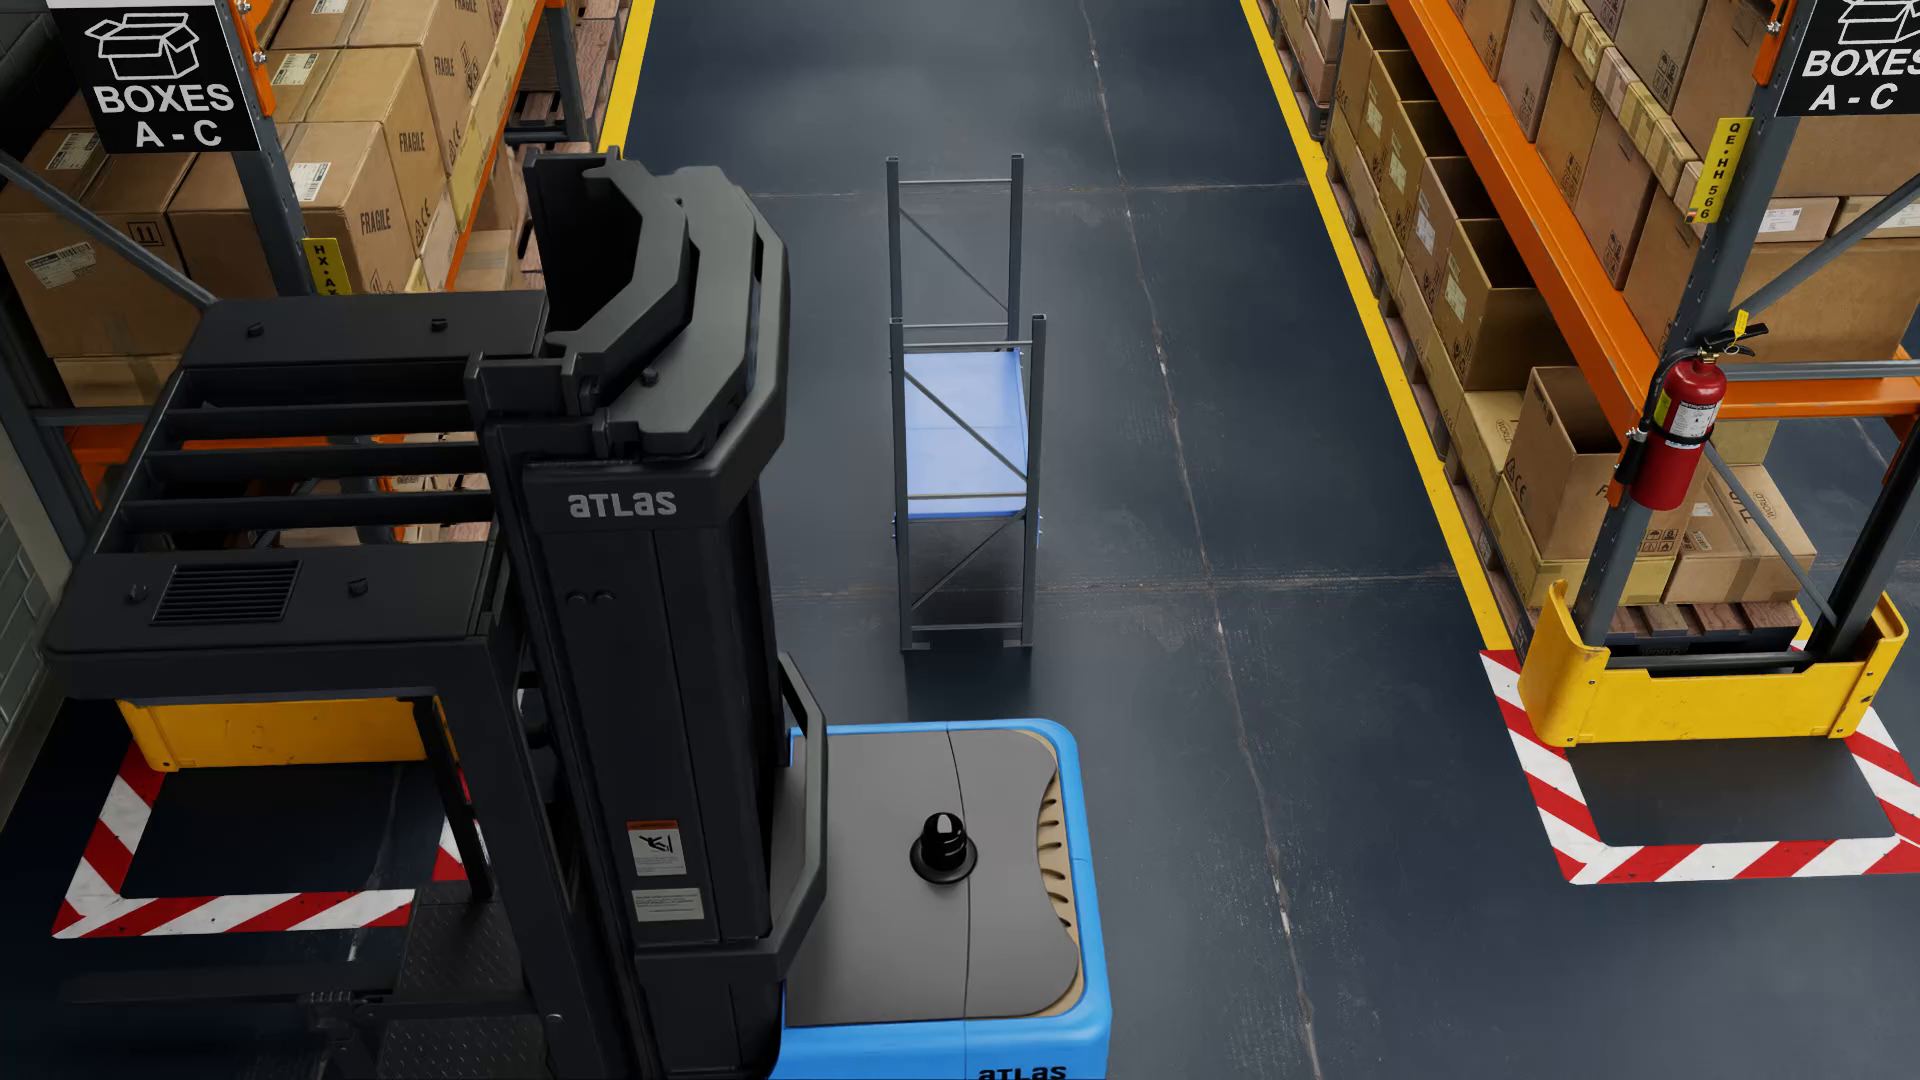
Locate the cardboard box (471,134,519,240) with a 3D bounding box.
[{"bbox_3d":[-2.385,-1.611,7.812,0.500,0.500,0.500,-5,43,-5],"label":"cardboard box"}]

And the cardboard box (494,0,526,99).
[{"bbox_3d":[-2.097,-2.035,6.846,0.500,0.250,0.500,-2,43,-2],"label":"cardboard box"}]

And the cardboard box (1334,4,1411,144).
[{"bbox_3d":[2.186,-2.310,8.219,0.500,0.500,0.500,-2,43,-2],"label":"cardboard box"}]

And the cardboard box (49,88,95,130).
[{"bbox_3d":[-2.544,-1.250,5.435,0.500,0.500,0.500,-1,43,-1],"label":"cardboard box"}]

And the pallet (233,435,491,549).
[{"bbox_3d":[-2.302,0.058,6.531,1.003,0.211,1.213,-2,43,-2],"label":"pallet"}]

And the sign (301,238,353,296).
[{"bbox_3d":[-1.758,-0.704,4.658,0.100,0.325,0.005,-2,43,-2],"label":"sign"}]

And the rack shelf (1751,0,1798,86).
[{"bbox_3d":[2.565,-2.705,5.793,1.077,0.370,4.000,-2,43,-2],"label":"rack shelf"}]

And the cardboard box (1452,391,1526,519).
[{"bbox_3d":[2.298,-0.346,6.632,0.500,0.250,0.500,-2,43,-2],"label":"cardboard box"}]

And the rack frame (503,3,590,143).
[{"bbox_3d":[-2.470,-3.070,7.879,1.000,3.000,0.127,-2,43,-2],"label":"rack frame"}]

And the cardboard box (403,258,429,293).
[{"bbox_3d":[-2.003,-0.660,5.346,0.500,0.250,0.500,-3,43,-3],"label":"cardboard box"}]

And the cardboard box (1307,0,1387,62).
[{"bbox_3d":[2.176,-2.827,8.924,0.500,0.311,0.500,-2,43,-2],"label":"cardboard box"}]

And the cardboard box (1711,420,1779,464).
[{"bbox_3d":[2.826,-0.637,6.395,0.500,0.500,0.500,-2,43,-2],"label":"cardboard box"}]

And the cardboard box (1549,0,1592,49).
[{"bbox_3d":[2.386,-1.916,6.067,0.380,0.149,0.250,-1,43,-1],"label":"cardboard box"}]

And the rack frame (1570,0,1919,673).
[{"bbox_3d":[2.649,-0.514,5.091,1.000,3.000,0.127,-2,43,-2],"label":"rack frame"}]

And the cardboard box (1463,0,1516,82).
[{"bbox_3d":[2.551,-2.257,6.919,0.700,0.500,0.500,-1,43,-1],"label":"cardboard box"}]

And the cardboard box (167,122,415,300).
[{"bbox_3d":[-2.020,-0.929,5.084,0.500,0.500,0.500,-2,43,-2],"label":"cardboard box"}]

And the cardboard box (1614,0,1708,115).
[{"bbox_3d":[2.612,-1.735,5.389,0.700,0.500,0.500,-3,43,-3],"label":"cardboard box"}]

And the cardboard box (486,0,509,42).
[{"bbox_3d":[-2.103,-2.311,6.592,0.500,0.500,0.500,-3,43,-3],"label":"cardboard box"}]

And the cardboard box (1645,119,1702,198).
[{"bbox_3d":[2.430,-1.219,5.306,0.380,0.149,0.250,-1,43,-1],"label":"cardboard box"}]

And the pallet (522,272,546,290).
[{"bbox_3d":[-2.351,-0.764,7.427,1.003,0.211,1.213,-2,43,-2],"label":"pallet"}]

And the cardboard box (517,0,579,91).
[{"bbox_3d":[-2.517,-2.807,9.117,0.700,0.500,0.500,0,43,0],"label":"cardboard box"}]

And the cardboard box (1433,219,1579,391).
[{"bbox_3d":[2.272,-0.960,6.746,0.500,0.500,0.500,-2,43,-2],"label":"cardboard box"}]

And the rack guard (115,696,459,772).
[{"bbox_3d":[-2.303,0.501,5.834,1.175,0.500,0.348,-2,43,-2],"label":"rack guard"}]

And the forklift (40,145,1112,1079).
[{"bbox_3d":[-1.156,0.578,3.950,3.031,2.935,1.130,-2,43,-2],"label":"forklift"}]

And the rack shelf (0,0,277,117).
[{"bbox_3d":[-2.385,-2.560,5.635,1.077,0.370,4.000,-2,43,-2],"label":"rack shelf"}]

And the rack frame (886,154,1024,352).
[{"bbox_3d":[-0.018,-0.838,6.555,0.500,1.500,0.032,-2,43,-2],"label":"rack frame"}]

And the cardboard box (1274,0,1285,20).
[{"bbox_3d":[2.130,-3.314,9.870,0.500,0.250,0.500,-1,43,-1],"label":"cardboard box"}]

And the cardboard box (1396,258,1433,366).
[{"bbox_3d":[2.256,-1.021,7.368,0.500,0.250,0.500,-2,43,-2],"label":"cardboard box"}]

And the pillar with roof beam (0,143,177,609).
[{"bbox_3d":[1.108,-3.152,3.529,9.100,9.000,0.400,-2,43,-2],"label":"pillar with roof beam"}]

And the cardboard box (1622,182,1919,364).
[{"bbox_3d":[2.642,-0.866,5.401,0.700,0.500,0.500,-2,43,-2],"label":"cardboard box"}]

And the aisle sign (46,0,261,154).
[{"bbox_3d":[-1.997,-1.288,4.011,0.394,0.787,0.004,-2,43,-2],"label":"aisle sign"}]

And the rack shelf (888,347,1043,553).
[{"bbox_3d":[0.004,-0.363,6.302,0.538,0.185,1.000,-2,43,-2],"label":"rack shelf"}]

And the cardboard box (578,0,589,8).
[{"bbox_3d":[-2.571,-3.500,9.873,0.700,0.500,0.500,-1,43,-1],"label":"cardboard box"}]

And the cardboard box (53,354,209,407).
[{"bbox_3d":[-2.513,-0.631,5.315,0.500,0.250,0.500,-1,43,-1],"label":"cardboard box"}]

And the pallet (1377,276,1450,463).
[{"bbox_3d":[2.526,-0.823,7.491,1.003,0.211,1.213,-2,43,-2],"label":"pallet"}]

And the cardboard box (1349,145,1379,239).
[{"bbox_3d":[2.212,-1.696,8.105,0.500,0.250,0.500,-2,43,-2],"label":"cardboard box"}]

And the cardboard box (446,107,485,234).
[{"bbox_3d":[-2.055,-1.354,6.104,0.500,0.250,0.500,-2,43,-2],"label":"cardboard box"}]

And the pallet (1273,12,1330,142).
[{"bbox_3d":[2.409,-2.683,9.520,1.003,0.211,1.213,-2,43,-2],"label":"pallet"}]

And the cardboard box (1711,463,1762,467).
[{"bbox_3d":[2.824,-0.361,6.648,0.500,0.250,0.500,-2,43,-2],"label":"cardboard box"}]

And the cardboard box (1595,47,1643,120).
[{"bbox_3d":[2.411,-1.562,5.680,0.380,0.149,0.250,-1,43,-1],"label":"cardboard box"}]

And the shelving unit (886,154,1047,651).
[{"bbox_3d":[0.004,-0.495,6.180,0.538,1.500,1.048,-2,43,-2],"label":"shelving unit"}]

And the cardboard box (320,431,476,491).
[{"bbox_3d":[-2.263,-0.395,6.625,0.500,0.311,0.500,2,43,2],"label":"cardboard box"}]

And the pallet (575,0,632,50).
[{"bbox_3d":[-2.559,-3.393,10.295,1.003,0.211,1.213,-2,43,-2],"label":"pallet"}]

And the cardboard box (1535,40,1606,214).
[{"bbox_3d":[2.600,-1.556,6.154,0.700,0.500,0.500,-1,43,-2],"label":"cardboard box"}]

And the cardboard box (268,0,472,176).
[{"bbox_3d":[-2.046,-1.612,5.830,0.500,0.500,0.500,-3,43,-3],"label":"cardboard box"}]

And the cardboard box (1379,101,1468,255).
[{"bbox_3d":[2.229,-1.635,7.483,0.500,0.500,0.500,-2,43,-2],"label":"cardboard box"}]

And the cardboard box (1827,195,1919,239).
[{"bbox_3d":[2.848,-1.061,5.134,0.380,0.149,0.250,-2,43,-2],"label":"cardboard box"}]

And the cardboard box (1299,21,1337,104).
[{"bbox_3d":[2.172,-2.627,9.120,0.500,0.250,0.500,-2,43,-2],"label":"cardboard box"}]
